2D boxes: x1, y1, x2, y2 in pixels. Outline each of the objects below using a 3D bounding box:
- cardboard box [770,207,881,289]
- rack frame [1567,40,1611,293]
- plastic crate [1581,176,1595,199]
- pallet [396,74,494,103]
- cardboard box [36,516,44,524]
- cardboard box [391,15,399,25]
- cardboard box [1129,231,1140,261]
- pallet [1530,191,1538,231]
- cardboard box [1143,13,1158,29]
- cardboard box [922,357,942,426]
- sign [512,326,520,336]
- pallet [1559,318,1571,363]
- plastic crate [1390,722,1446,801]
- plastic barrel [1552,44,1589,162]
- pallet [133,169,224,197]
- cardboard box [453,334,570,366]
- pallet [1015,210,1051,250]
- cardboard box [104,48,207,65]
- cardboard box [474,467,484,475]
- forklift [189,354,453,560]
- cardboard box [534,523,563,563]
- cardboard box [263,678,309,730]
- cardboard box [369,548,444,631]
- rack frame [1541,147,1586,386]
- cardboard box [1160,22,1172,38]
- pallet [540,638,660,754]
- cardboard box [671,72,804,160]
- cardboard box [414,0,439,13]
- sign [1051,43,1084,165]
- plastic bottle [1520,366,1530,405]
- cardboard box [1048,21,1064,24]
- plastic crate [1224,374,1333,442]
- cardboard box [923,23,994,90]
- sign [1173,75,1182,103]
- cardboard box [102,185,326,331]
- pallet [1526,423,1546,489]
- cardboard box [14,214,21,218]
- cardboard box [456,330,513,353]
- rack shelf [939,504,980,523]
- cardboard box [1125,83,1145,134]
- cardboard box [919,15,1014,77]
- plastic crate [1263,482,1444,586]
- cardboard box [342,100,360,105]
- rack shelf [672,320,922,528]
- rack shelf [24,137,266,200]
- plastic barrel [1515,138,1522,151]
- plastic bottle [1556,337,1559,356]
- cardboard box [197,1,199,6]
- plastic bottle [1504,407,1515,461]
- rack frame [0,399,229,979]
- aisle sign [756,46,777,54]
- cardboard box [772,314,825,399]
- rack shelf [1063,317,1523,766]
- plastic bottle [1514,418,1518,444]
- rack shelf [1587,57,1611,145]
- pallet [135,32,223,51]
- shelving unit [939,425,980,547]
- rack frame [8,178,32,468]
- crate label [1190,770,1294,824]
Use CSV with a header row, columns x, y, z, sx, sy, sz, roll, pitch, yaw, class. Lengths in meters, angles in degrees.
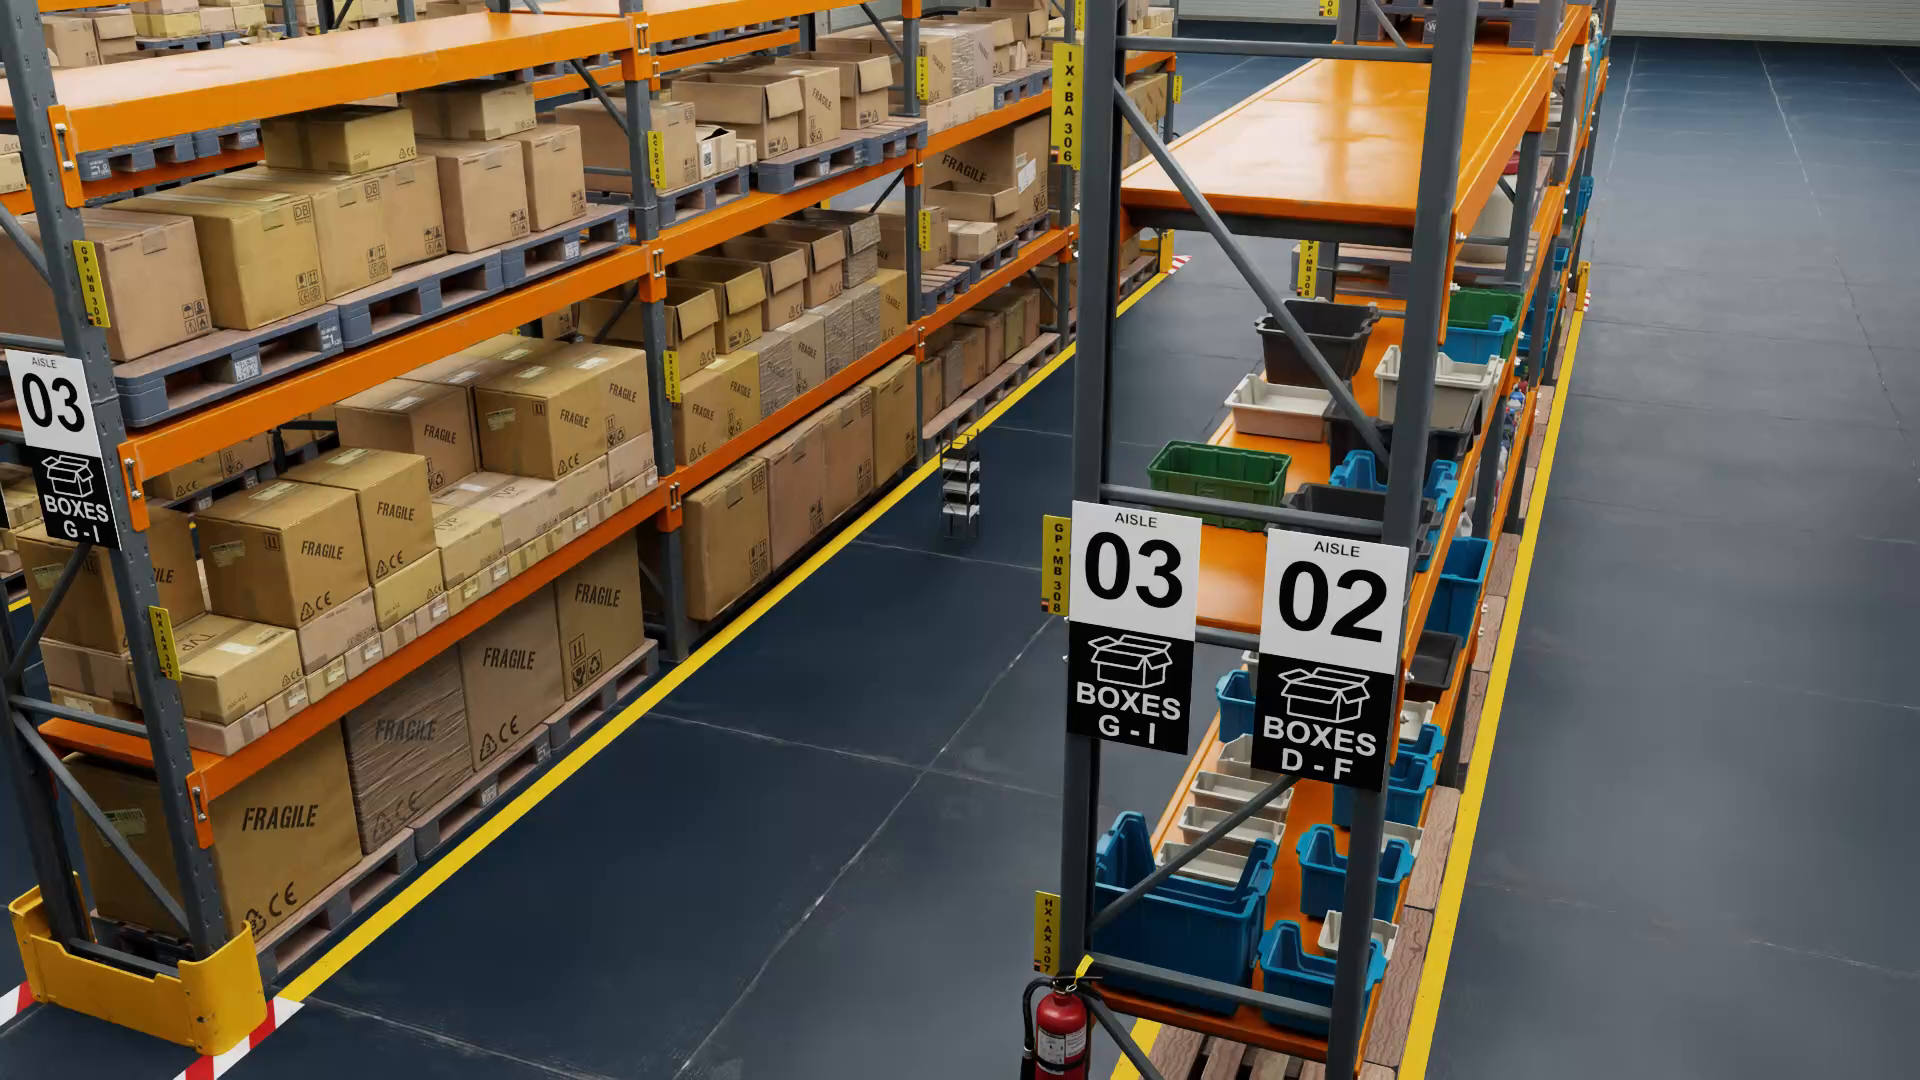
x,y,z,sx,sy,sz,roll,pitch,yaw,class
-1.095,-2.332,13.232,0.797,0.503,0.637,10,25,22,cardboard box
6.762,-4.236,19.222,1.000,3.000,0.127,9,24,20,rack frame
6.854,-3.945,18.719,0.499,0.251,0.616,9,24,20,plastic crate
-5.186,-4.363,15.880,1.213,0.211,1.003,10,25,22,pallet
-6.772,-0.156,12.222,0.380,0.149,0.250,8,24,18,cardboard box
-7.605,-6.830,21.865,0.380,0.149,0.250,9,24,20,cardboard box
1.916,-3.764,20.791,0.500,0.500,0.500,14,26,30,cardboard box
2.923,-1.939,10.077,1.003,0.211,1.213,9,24,20,pallet
2.073,-6.017,19.270,0.380,0.149,0.250,9,24,20,cardboard box
-0.578,-1.374,15.043,0.700,0.500,0.500,7,24,17,cardboard box
-2.802,-1.223,10.608,0.100,0.325,0.005,9,24,20,sign
6.016,-2.190,17.942,1.003,0.211,1.213,9,24,20,pallet
1.817,0.920,7.019,0.416,0.233,0.300,9,24,20,plastic crate
4.297,-3.251,12.322,0.600,0.901,0.600,0,23,0,plastic barrel
-9.312,-4.127,19.209,1.003,0.211,1.213,9,24,20,pallet
-2.709,-0.930,10.143,0.500,0.500,0.500,9,24,20,cardboard box
0.259,-3.172,16.924,1.003,0.211,1.213,9,24,20,pallet
-6.166,-3.557,13.025,0.797,0.503,0.637,8,24,19,cardboard box
-2.901,-0.411,9.873,0.500,0.250,0.500,9,24,20,cardboard box
-4.437,-1.136,11.889,3.031,2.935,1.130,2,23,5,forklift
-2.485,-0.010,9.432,0.380,0.149,0.250,9,24,21,cardboard box
-3.248,0.725,7.671,0.380,0.149,0.250,8,24,19,cardboard box
-2.974,0.213,8.379,0.500,0.250,0.500,8,24,18,cardboard box
5.276,-2.804,15.795,1.000,3.000,0.127,9,24,20,rack frame
2.220,-6.051,19.870,0.500,0.250,0.500,9,24,21,cardboard box
-2.649,0.897,10.551,1.003,0.211,1.213,9,24,20,pallet
-1.547,-2.974,11.629,0.797,0.503,0.637,8,24,19,cardboard box
-7.354,-7.228,22.302,0.500,0.250,0.500,9,24,22,cardboard box
0.302,-1.202,4.595,0.100,0.325,0.005,9,24,20,sign
4.036,-1.113,11.898,0.061,0.283,0.133,9,24,20,plastic bottle
1.015,-5.642,18.375,0.380,0.149,0.250,10,25,23,cardboard box
1.356,-0.548,6.842,0.437,0.136,0.530,9,24,20,plastic crate
-0.023,-4.236,14.553,0.500,0.500,0.500,8,24,19,cardboard box
2.671,-5.538,20.428,0.100,0.325,0.005,9,24,20,sign
-3.316,-1.267,7.419,0.700,0.500,0.500,8,24,18,cardboard box
4.569,-0.793,14.597,1.003,0.211,1.213,9,24,20,pallet
-9.956,-3.214,16.969,0.500,0.250,0.500,8,24,18,cardboard box
-5.066,-2.189,16.696,1.050,0.750,0.750,8,24,19,cardboard box
-0.003,-0.215,12.874,0.258,0.077,0.200,9,24,20,rack shelf
1.820,-4.999,19.236,0.500,0.500,0.500,9,24,20,cardboard box
0.062,-4.648,15.637,0.797,0.503,0.637,10,25,22,cardboard box
1.220,0.068,5.195,0.497,0.269,0.590,9,24,20,plastic crate
-5.526,-3.837,14.246,0.500,0.500,0.500,9,24,20,cardboard box
-1.551,-1.034,12.491,1.077,0.370,4.000,9,24,20,rack shelf
-6.119,-3.165,13.699,1.077,0.370,4.000,9,24,20,rack shelf
3.272,-2.358,10.112,0.433,0.535,0.433,0,23,0,plastic barrel
5.961,-2.015,16.770,0.144,0.351,0.185,9,24,21,plastic bottle
-9.113,-6.289,19.896,0.500,0.250,0.500,8,24,19,cardboard box
3.514,-0.684,10.783,0.144,0.351,0.185,9,24,20,plastic bottle
-3.780,0.781,7.212,1.000,3.000,0.127,9,24,20,rack frame
-2.656,-6.959,22.368,0.394,0.787,0.004,9,24,20,aisle sign
-1.332,-1.370,12.232,0.500,0.500,0.500,9,24,21,cardboard box
1.562,-0.278,6.788,1.077,0.370,4.000,9,24,20,rack shelf
3.674,-0.745,11.123,0.097,0.201,0.097,0,23,0,plastic bottle
6.019,-4.572,17.069,1.077,0.370,4.000,9,24,20,rack shelf
-9.234,-5.653,18.965,1.213,0.211,1.003,9,24,20,pallet
-0.003,-0.412,12.792,0.258,0.900,0.210,9,24,20,shelving unit
-6.862,-1.397,12.425,1.000,3.000,0.127,9,24,20,rack frame
1.155,1.061,6.804,0.396,0.136,0.243,9,24,20,crate label
